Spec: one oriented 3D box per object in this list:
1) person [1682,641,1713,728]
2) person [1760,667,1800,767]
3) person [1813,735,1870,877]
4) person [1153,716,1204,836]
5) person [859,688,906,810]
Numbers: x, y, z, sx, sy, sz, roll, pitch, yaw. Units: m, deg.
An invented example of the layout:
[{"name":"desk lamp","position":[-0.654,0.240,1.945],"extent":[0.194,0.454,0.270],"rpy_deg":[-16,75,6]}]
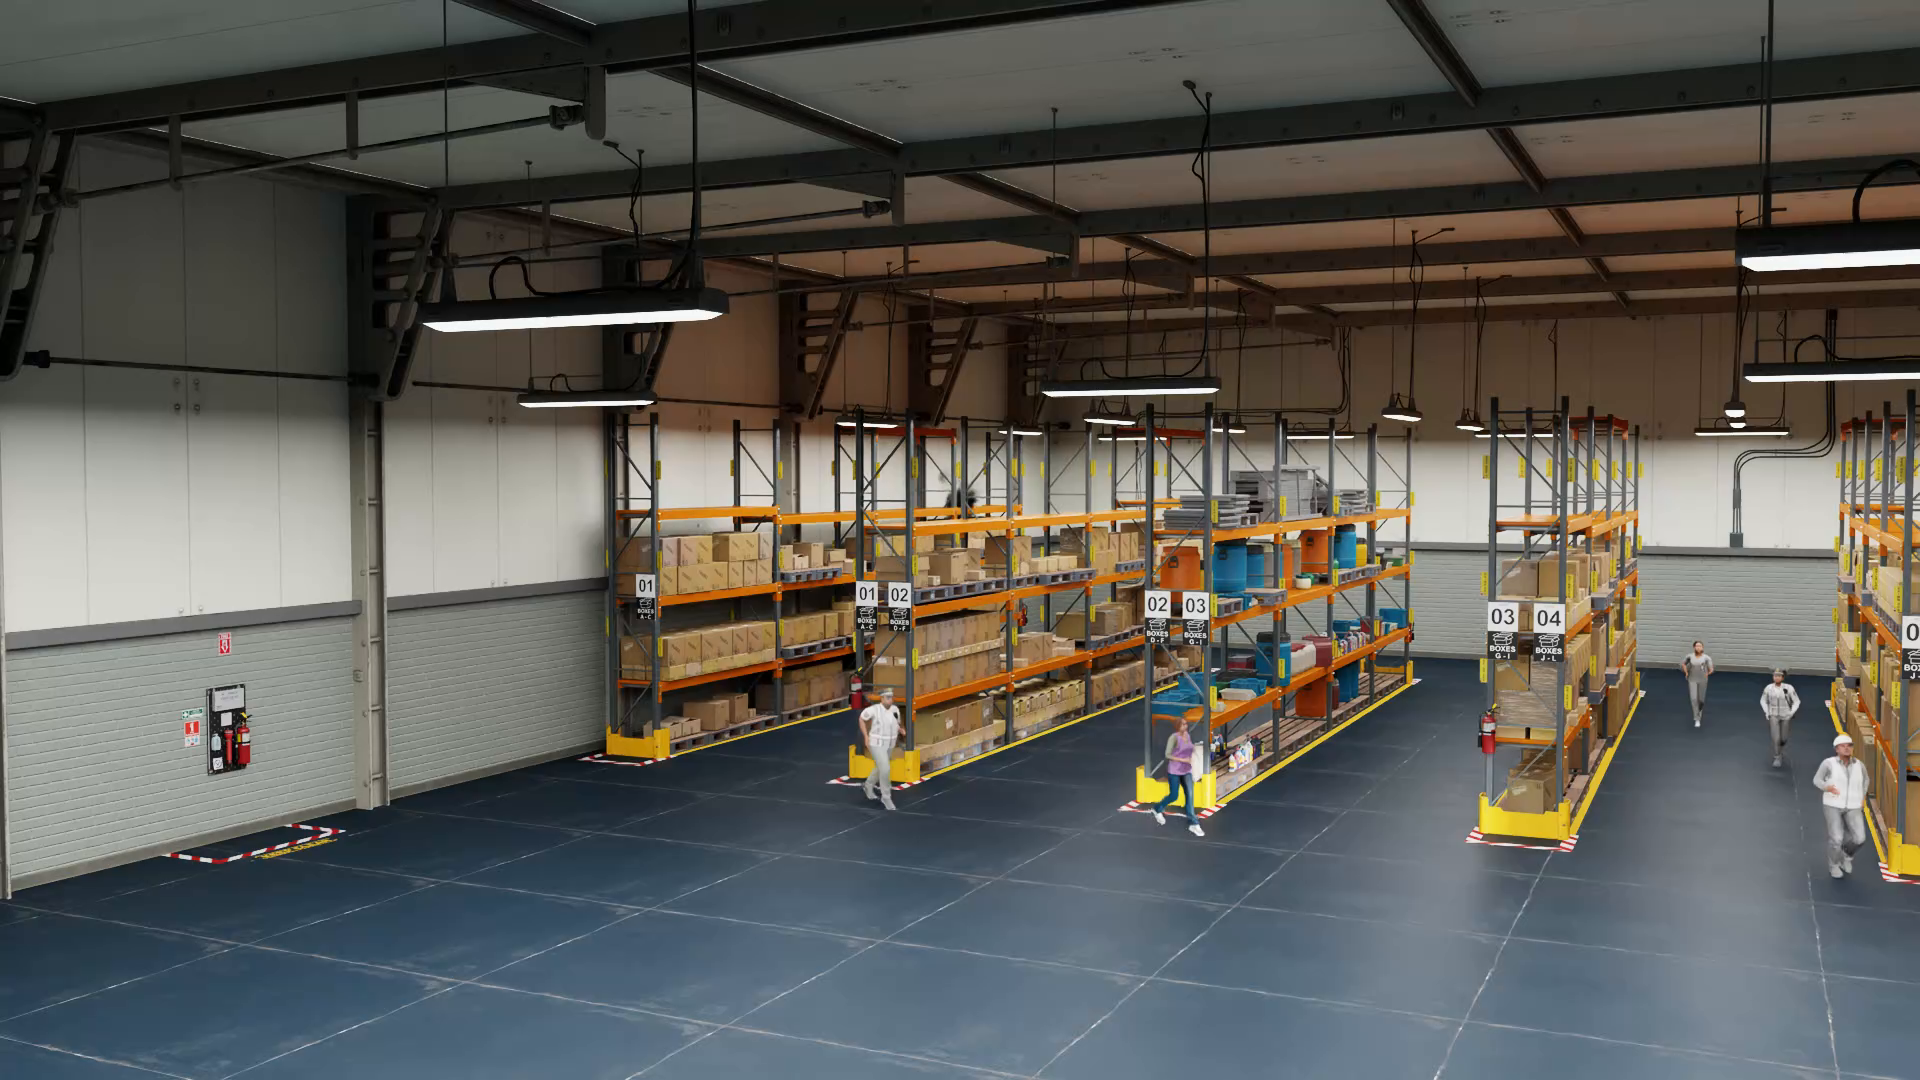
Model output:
[{"name":"person","position":[14.501,2.831,32.699],"extent":[0.567,1.620,0.875],"rpy_deg":[1,3,23]},{"name":"person","position":[13.924,2.992,28.253],"extent":[0.546,1.673,0.537],"rpy_deg":[1,3,30]},{"name":"person","position":[10.847,3.272,20.402],"extent":[0.675,1.745,0.584],"rpy_deg":[1,2,13]},{"name":"person","position":[3.011,3.217,22.902],"extent":[0.559,1.598,0.893],"rpy_deg":[-2,3,-38]},{"name":"person","position":[-1.161,3.089,24.813],"extent":[0.916,1.820,0.585],"rpy_deg":[2,3,44]}]
